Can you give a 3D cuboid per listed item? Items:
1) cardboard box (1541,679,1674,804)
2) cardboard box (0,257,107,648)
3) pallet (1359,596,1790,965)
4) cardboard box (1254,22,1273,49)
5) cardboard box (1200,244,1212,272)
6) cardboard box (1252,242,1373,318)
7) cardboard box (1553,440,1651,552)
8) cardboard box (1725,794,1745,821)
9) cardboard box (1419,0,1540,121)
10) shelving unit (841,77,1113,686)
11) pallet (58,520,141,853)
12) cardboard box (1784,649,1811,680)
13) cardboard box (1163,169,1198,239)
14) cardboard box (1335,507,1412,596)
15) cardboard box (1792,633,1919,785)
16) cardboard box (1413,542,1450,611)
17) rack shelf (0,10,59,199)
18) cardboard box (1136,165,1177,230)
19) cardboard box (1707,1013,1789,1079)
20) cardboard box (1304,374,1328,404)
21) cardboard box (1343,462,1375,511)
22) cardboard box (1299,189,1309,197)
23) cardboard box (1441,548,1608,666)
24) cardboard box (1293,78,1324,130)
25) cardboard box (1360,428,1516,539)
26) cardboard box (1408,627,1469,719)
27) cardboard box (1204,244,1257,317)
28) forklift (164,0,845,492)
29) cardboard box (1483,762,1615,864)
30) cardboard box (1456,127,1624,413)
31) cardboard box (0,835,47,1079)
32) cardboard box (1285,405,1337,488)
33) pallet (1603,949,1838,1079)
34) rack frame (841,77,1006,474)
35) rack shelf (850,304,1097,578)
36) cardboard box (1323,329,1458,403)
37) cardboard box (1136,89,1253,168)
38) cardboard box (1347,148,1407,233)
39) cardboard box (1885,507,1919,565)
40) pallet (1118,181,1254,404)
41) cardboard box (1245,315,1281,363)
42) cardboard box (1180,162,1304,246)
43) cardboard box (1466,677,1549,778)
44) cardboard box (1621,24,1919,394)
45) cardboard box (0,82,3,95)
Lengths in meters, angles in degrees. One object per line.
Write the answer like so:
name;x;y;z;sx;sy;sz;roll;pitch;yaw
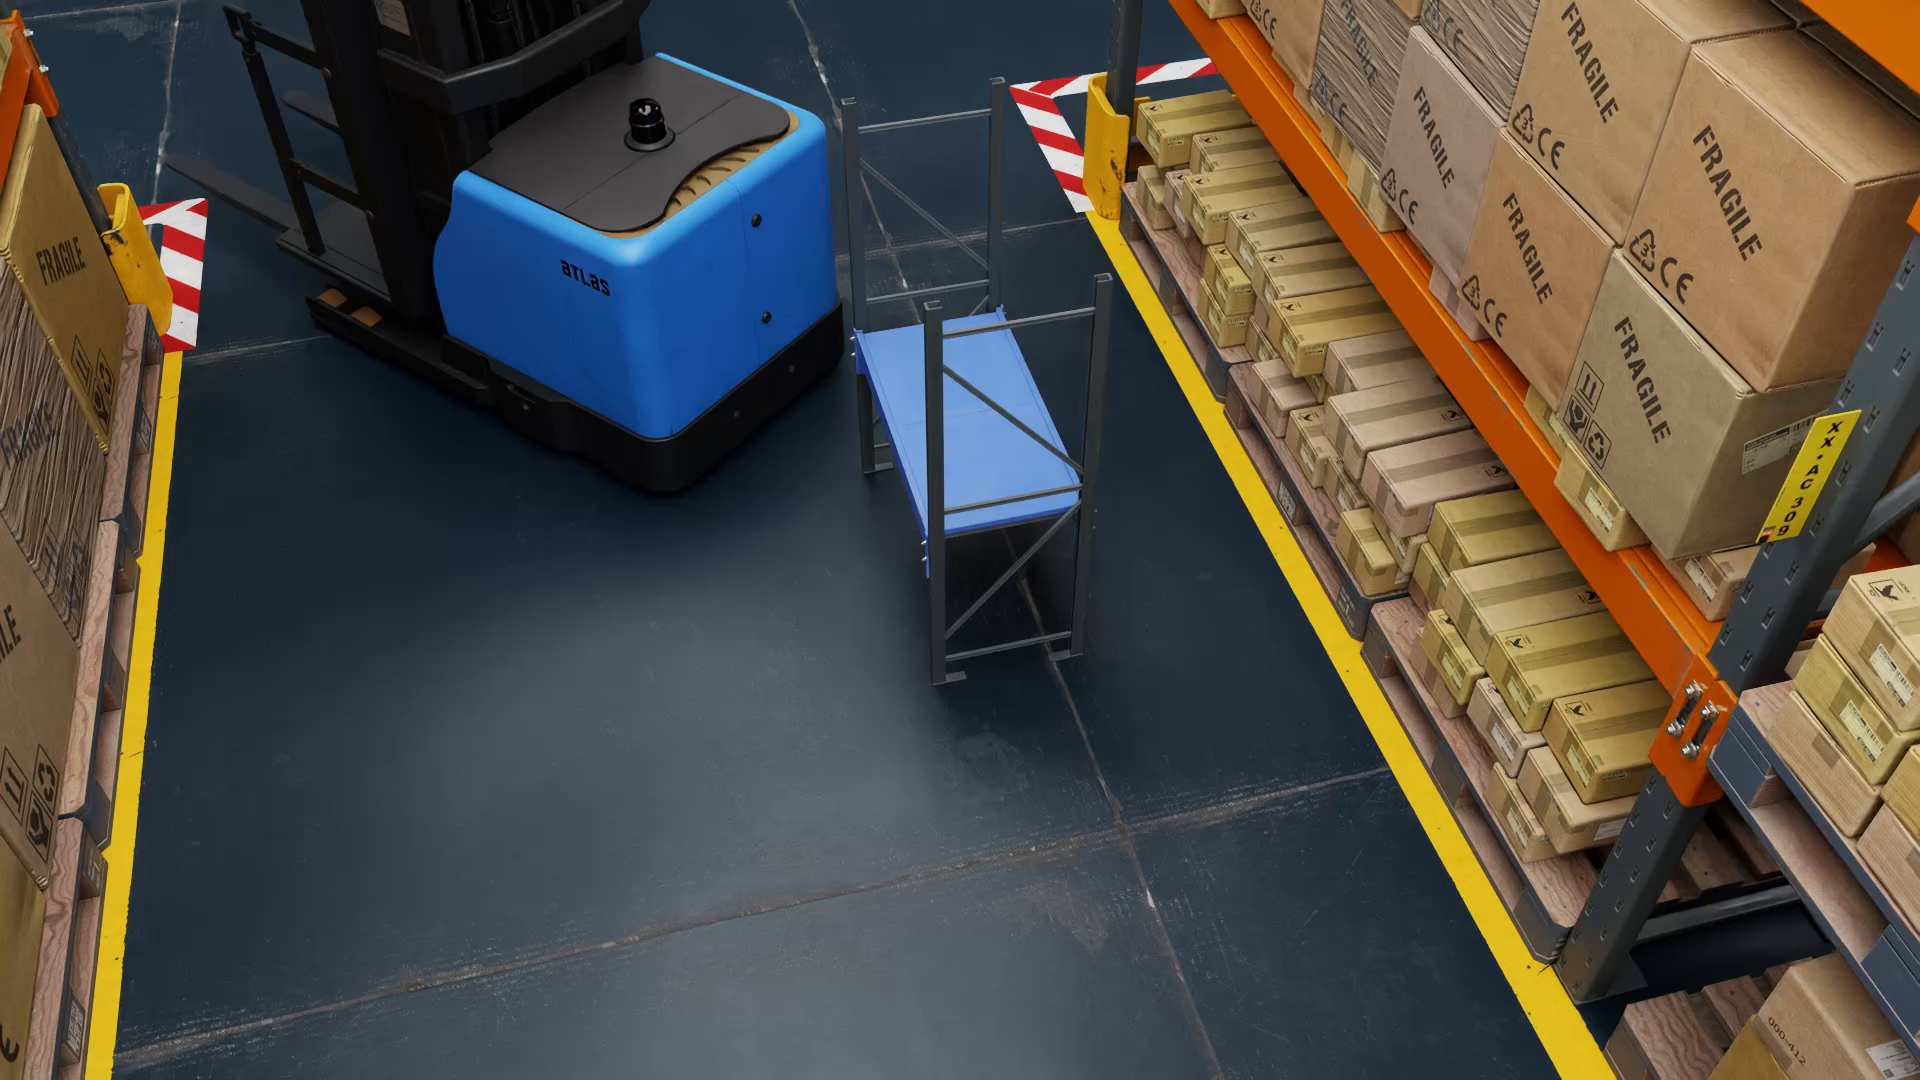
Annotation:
cardboard box;1.791;0.527;4.419;0.380;0.149;0.250;-9;46;-9
cardboard box;-3.237;-0.190;5.030;0.875;0.875;0.875;-11;47;-10
pallet;1.927;0.601;5.013;1.003;0.211;1.213;-11;47;-10
cardboard box;1.196;-1.790;5.580;0.380;0.149;0.250;-9;46;-8
cardboard box;1.150;-1.072;6.403;0.380;0.149;0.250;-10;46;-10
cardboard box;1.248;-0.898;5.815;0.380;0.149;0.250;-9;46;-9
cardboard box;1.663;-0.142;3.965;0.380;0.149;0.250;-12;47;-11
cardboard box;2.351;0.623;4.741;0.380;0.149;0.250;-13;47;-12
cardboard box;1.497;-1.394;4.037;0.500;0.500;0.500;-10;46;-9
shelving unit;0.022;-0.466;5.157;0.538;1.500;1.048;-11;47;-10
pallet;-3.122;0.512;5.100;1.003;0.211;1.213;-11;47;-10
cardboard box;2.245;0.449;4.495;0.380;0.149;0.250;-9;46;-9
cardboard box;1.011;-1.324;6.442;0.380;0.149;0.250;-11;47;-11
cardboard box;1.438;0.010;5.342;0.380;0.149;0.250;-11;47;-10
cardboard box;1.789;0.275;3.054;0.380;0.149;0.250;-10;46;-10
cardboard box;1.609;0.112;5.033;0.380;0.149;0.250;-10;46;-10
rack shelf;-3.199;-0.210;4.359;1.077;0.370;4.000;-11;47;-10
cardboard box;0.934;-1.408;6.732;0.380;0.149;0.250;-10;46;-10
cardboard box;2.066;1.369;3.764;0.500;0.500;0.500;-9;46;-9
cardboard box;1.389;-0.629;5.760;0.380;0.149;0.250;-9;46;-8
cardboard box;1.476;-0.249;5.387;0.380;0.149;0.250;-13;47;-12
cardboard box;1.535;-1.430;6.545;0.380;0.149;0.250;-12;47;-11
cardboard box;1.616;0.187;4.752;0.380;0.149;0.250;-11;47;-11
cardboard box;1.278;-1.423;5.220;0.380;0.149;0.250;-12;47;-11
cardboard box;1.467;-0.176;5.108;0.380;0.149;0.250;-13;47;-12
cardboard box;1.588;0.359;5.000;0.380;0.149;0.250;-12;47;-12
cardboard box;1.120;-0.975;6.099;0.380;0.149;0.250;-9;46;-9
forklift;-1.937;-2.045;5.702;3.031;2.935;1.130;27;51;24
cardboard box;1.704;0.725;4.642;0.380;0.149;0.250;-10;46;-10
cardboard box;1.605;-0.698;4.055;0.500;0.500;0.500;-12;47;-11
cardboard box;-2.779;1.046;3.818;0.875;0.875;0.875;-11;47;-10
cardboard box;1.343;-0.343;5.688;0.380;0.149;0.250;-11;47;-10
pallet;2.334;1.596;4.038;1.003;0.211;1.213;-11;47;-10
rack frame;-0.108;-0.817;5.501;0.500;1.500;0.032;-11;47;-10
rack shelf;0.022;-0.340;5.285;0.538;0.185;1.000;-11;47;-10
cardboard box;1.428;-0.552;5.476;0.380;0.149;0.250;-11;47;-10
cardboard box;0.915;-1.613;6.516;0.380;0.149;0.250;-13;47;-12
cardboard box;1.364;-1.050;4.855;0.380;0.149;0.250;-10;46;-10
cardboard box;2.377;-0.085;3.909;0.380;0.149;0.250;-9;46;-9
pallet;1.302;-1.083;6.664;1.003;0.211;1.213;-11;47;-10
cardboard box;1.267;-0.717;6.055;0.380;0.149;0.250;-11;47;-10
cardboard box;1.042;-1.247;6.157;0.380;0.149;0.250;-11;47;-10
cardboard box;1.664;0.485;4.668;0.380;0.149;0.250;-13;47;-12
cardboard box;1.751;-0.682;3.340;0.500;0.500;0.500;-12;47;-12
cardboard box;-3.234;-1.389;5.187;0.380;0.149;0.250;-10;46;-10
